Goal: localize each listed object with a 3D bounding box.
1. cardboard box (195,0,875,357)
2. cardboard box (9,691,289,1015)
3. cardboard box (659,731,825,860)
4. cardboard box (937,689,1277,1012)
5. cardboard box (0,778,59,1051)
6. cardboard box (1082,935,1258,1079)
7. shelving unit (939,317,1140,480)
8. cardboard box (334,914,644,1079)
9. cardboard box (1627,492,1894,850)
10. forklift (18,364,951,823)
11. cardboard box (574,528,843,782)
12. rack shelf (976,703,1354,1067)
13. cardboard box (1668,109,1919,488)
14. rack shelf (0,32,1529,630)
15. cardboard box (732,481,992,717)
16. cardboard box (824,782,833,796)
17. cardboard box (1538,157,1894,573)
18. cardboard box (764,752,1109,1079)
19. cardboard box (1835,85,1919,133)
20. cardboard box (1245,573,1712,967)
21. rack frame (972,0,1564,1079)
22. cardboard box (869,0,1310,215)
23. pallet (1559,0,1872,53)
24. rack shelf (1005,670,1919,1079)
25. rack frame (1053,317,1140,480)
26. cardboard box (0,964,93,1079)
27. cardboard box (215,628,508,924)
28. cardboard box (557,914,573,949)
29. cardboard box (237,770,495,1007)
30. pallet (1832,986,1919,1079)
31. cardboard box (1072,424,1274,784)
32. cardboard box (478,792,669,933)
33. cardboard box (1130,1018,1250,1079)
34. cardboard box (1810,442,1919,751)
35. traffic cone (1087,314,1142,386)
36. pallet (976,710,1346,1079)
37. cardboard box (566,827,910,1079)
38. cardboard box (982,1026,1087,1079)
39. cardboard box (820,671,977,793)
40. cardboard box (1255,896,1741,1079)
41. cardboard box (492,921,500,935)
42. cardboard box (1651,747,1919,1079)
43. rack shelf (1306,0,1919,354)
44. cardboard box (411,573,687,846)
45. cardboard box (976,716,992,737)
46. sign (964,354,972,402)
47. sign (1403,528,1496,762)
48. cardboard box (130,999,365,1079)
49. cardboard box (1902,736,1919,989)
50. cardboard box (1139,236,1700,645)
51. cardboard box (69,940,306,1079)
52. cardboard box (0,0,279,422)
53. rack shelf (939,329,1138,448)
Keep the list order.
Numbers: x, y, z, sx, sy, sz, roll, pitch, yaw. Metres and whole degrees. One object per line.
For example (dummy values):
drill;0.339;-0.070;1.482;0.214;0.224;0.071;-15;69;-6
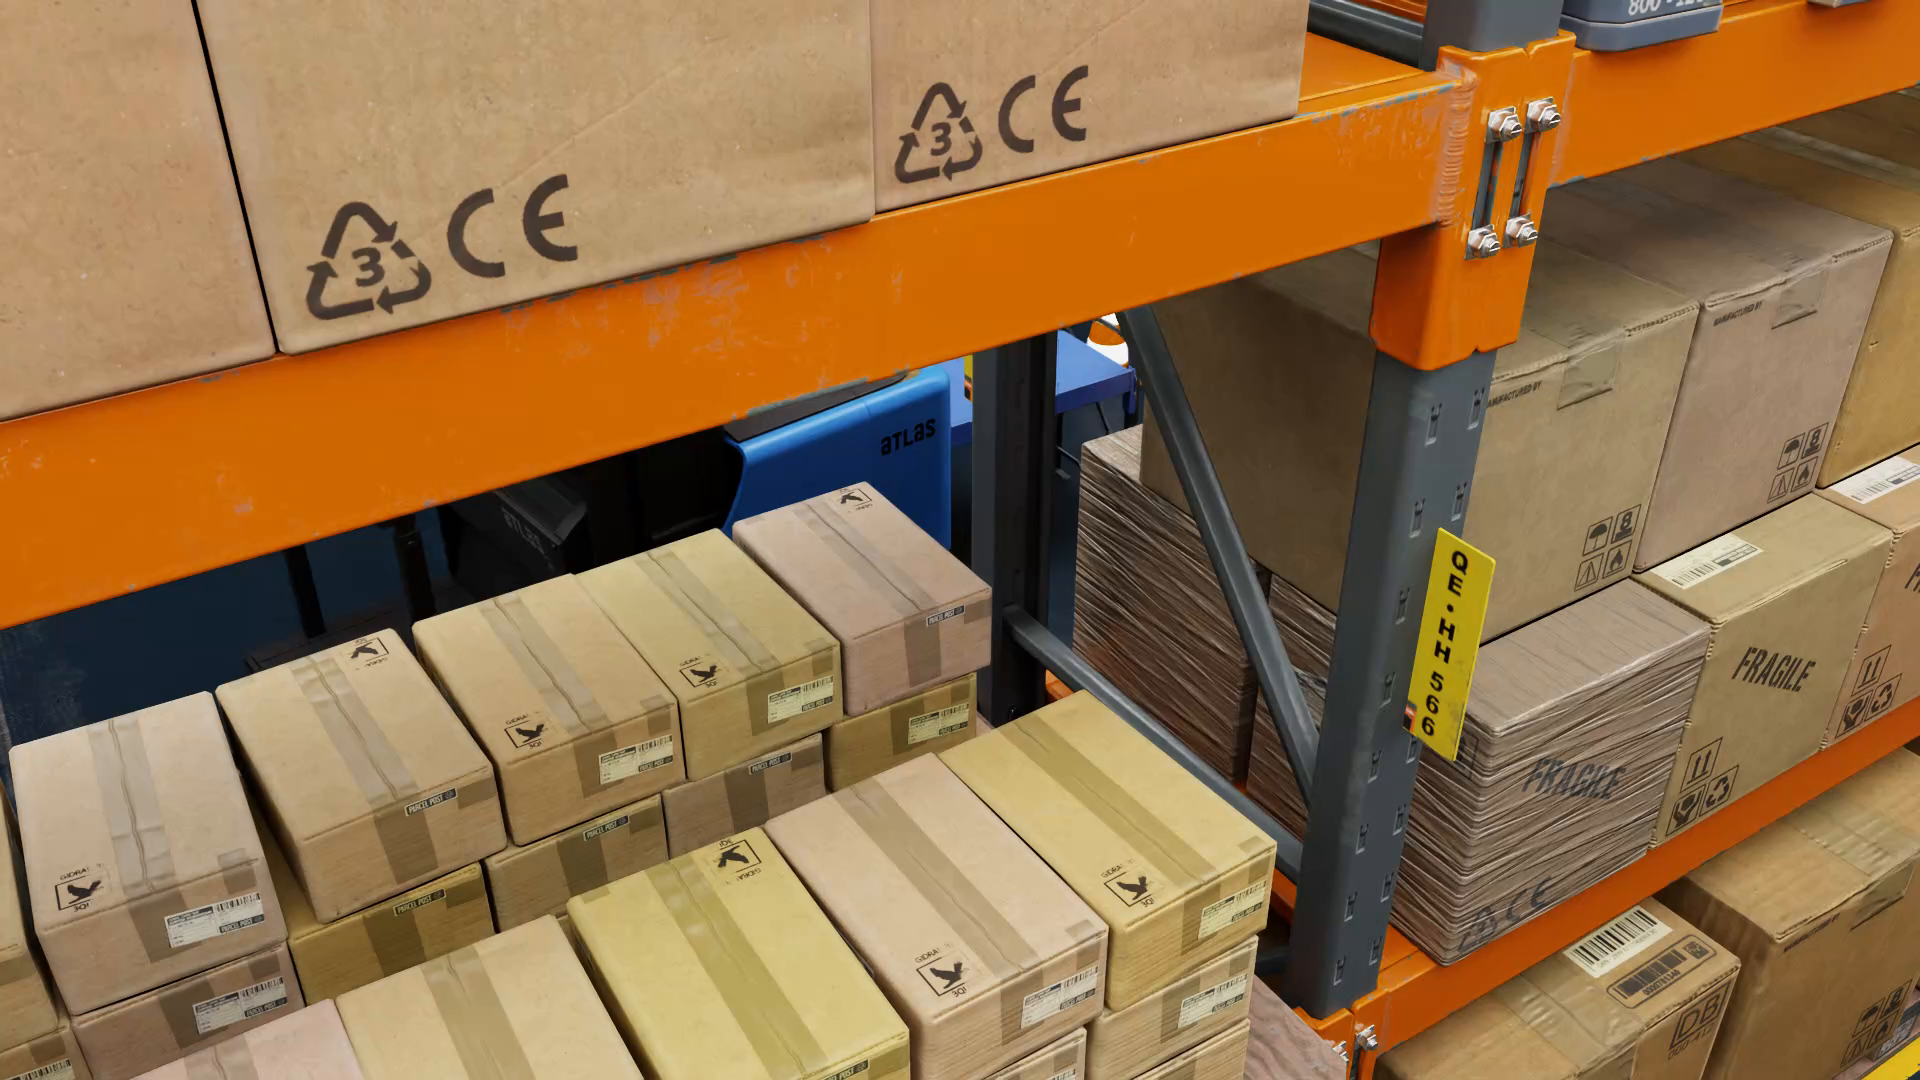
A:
cardboard box;-0.415;-0.524;1.364;0.500;0.500;0.500;-19;37;-27
cardboard box;-1.035;0.384;2.114;0.250;0.149;0.380;-17;36;-25
cardboard box;-0.401;0.289;2.543;0.250;0.149;0.380;-17;36;-25
cardboard box;0.177;0.382;2.118;0.250;0.149;0.380;-21;38;-29
cardboard box;-1.257;0.462;1.991;0.250;0.149;0.380;-18;36;-26
cardboard box;0.172;0.507;2.198;0.250;0.149;0.380;-18;37;-26
shelving unit;0.082;-0.665;5.899;1.048;1.500;0.538;-19;37;-28
cardboard box;-0.478;0.608;1.759;0.250;0.149;0.380;-18;36;-26
cardboard box;1.290;0.158;3.094;0.500;0.500;0.500;-19;37;-28
forklift;-1.464;-0.538;4.356;3.031;2.935;1.130;-24;40;-33
cardboard box;-0.377;0.160;2.469;0.250;0.149;0.380;-20;37;-29
rack shelf;-1.341;1.240;2.148;4.000;0.370;1.077;-19;37;-27
cardboard box;1.578;-0.529;3.247;0.500;0.500;0.700;-20;37;-28
rack shelf;-1.341;-0.029;1.347;4.000;0.370;1.077;-19;37;-27
cardboard box;-0.157;0.082;2.592;0.250;0.149;0.380;-19;37;-27
cardboard box;-0.371;0.402;2.643;0.250;0.149;0.380;-17;36;-25
cardboard box;1.148;-0.380;3.010;0.500;0.500;0.700;-20;37;-28
cardboard box;-0.035;0.453;2.004;0.250;0.149;0.380;-19;37;-28
cardboard box;2.007;-0.677;3.481;0.500;0.500;0.700;-19;37;-28
cardboard box;0.864;0.306;2.859;0.500;0.500;0.500;-19;37;-27
rack frame;0.342;0.359;2.870;0.053;2.616;0.949;-19;37;-27
cardboard box;-0.002;-0.675;1.603;0.500;0.500;0.500;-19;37;-27
pallet;0.853;-1.041;2.455;1.003;0.211;1.213;-17;36;-25
rack shelf;2.021;0.083;3.981;4.000;0.370;1.077;-19;37;-27
rack frame;0.507;-0.814;6.135;0.032;1.500;0.500;-19;37;-28
cardboard box;-1.256;0.583;2.078;0.250;0.149;0.380;-19;37;-28
cardboard box;-0.809;0.305;2.239;0.250;0.149;0.380;-21;38;-29
cardboard box;-0.597;0.480;2.519;0.250;0.149;0.380;-17;36;-25
cardboard box;-0.836;0.441;2.303;0.250;0.149;0.380;-19;37;-27
pallet;2.068;0.992;4.479;1.213;0.211;1.003;-19;37;-27
cardboard box;0.574;0.064;3.243;0.500;0.500;0.500;-19;37;-27
cardboard box;-0.624;0.368;2.419;0.250;0.149;0.380;-20;37;-29
cardboard box;0.175;0.635;2.274;0.250;0.149;0.380;-18;37;-27
cardboard box;1.714;0.012;3.325;0.500;0.500;0.500;-19;37;-27
traffic cone;0.652;-0.930;7.291;0.334;0.463;0.336;-19;37;-27
pallet;-0.201;0.692;2.521;1.003;0.211;1.213;-19;37;-27
cardboard box;-0.256;0.529;1.884;0.250;0.149;0.380;-18;36;-26
cardboard box;-0.052;0.585;2.074;0.250;0.149;0.380;-18;36;-26
cardboard box;-0.174;0.210;2.669;0.250;0.149;0.380;-17;36;-25
cardboard box;0.901;0.995;3.575;0.750;0.750;1.050;-20;37;-28
cardboard box;-0.823;0.559;2.394;0.250;0.149;0.380;-17;36;-25
cardboard box;1.634;0.741;3.978;0.750;0.750;1.050;-18;37;-27
rack shelf;2.021;-1.185;3.180;4.000;0.370;1.077;-19;37;-27
cardboard box;-0.586;0.229;2.360;0.250;0.149;0.380;-19;37;-28
cardboard box;-0.145;0.325;2.766;0.250;0.149;0.380;-20;37;-28
sign;0.037;-0.380;2.956;0.005;0.325;0.100;-19;37;-27
sign;0.642;0.142;2.203;0.005;0.325;0.100;-19;37;-27
cardboard box;-0.684;0.675;1.653;0.250;0.149;0.380;-19;37;-27
cardboard box;2.417;0.472;4.406;0.750;0.750;1.050;-19;37;-27
cardboard box;0.723;-0.233;2.777;0.500;0.500;0.700;-19;37;-28
cardboard box;-1.046;0.512;2.189;0.250;0.149;0.380;-19;37;-27
cardboard box;-0.838;-0.382;1.138;0.500;0.500;0.500;-19;37;-27
rack shelf;0.082;-0.513;5.995;1.000;0.185;0.538;-19;37;-28
